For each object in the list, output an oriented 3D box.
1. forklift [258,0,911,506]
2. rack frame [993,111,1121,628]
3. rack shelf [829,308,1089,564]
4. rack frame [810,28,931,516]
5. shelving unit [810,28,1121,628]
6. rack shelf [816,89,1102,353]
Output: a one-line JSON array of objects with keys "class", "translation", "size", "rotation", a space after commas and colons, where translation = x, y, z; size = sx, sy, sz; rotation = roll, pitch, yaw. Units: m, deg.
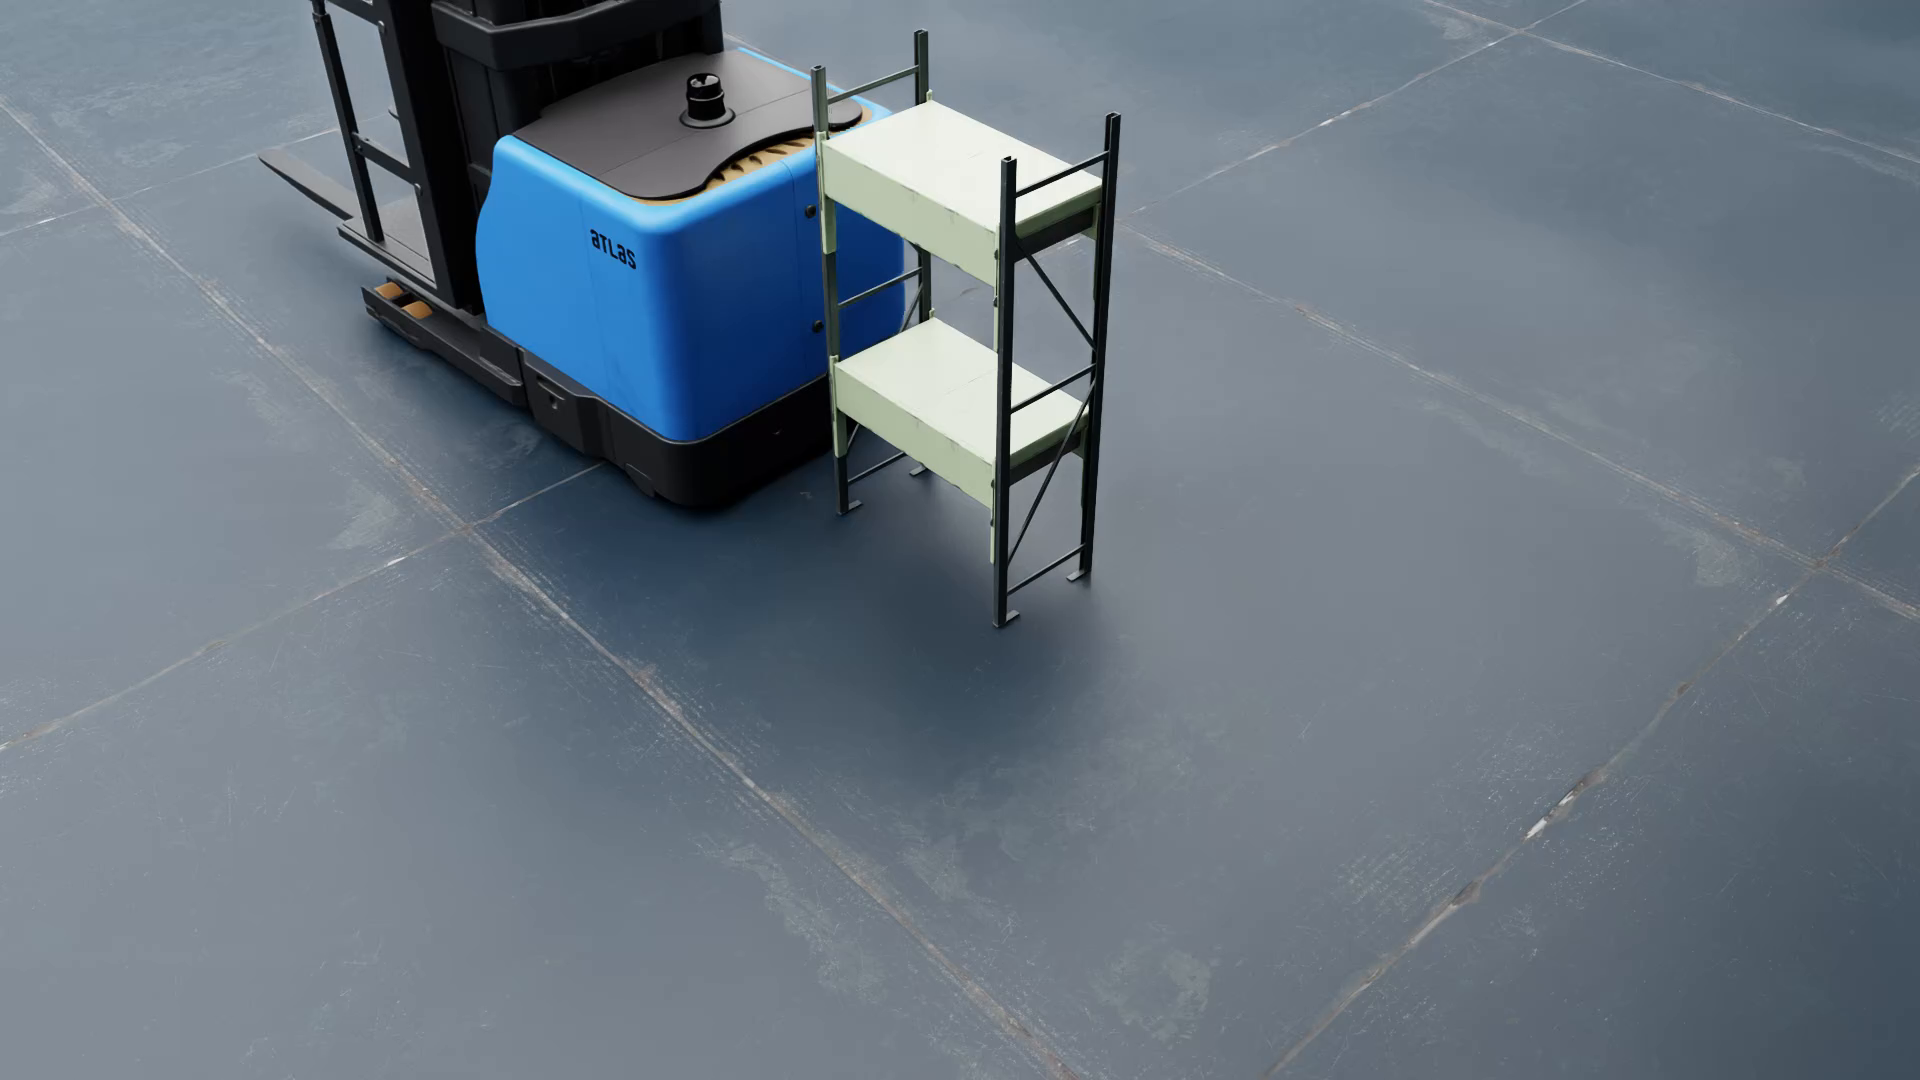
[{"class": "forklift", "translation": [-1.581, -2.061, 5.469], "size": [3.031, 2.935, 1.130], "rotation": [31, 48, 33]}, {"class": "rack frame", "translation": [0.252, -0.411, 4.565], "size": [0.400, 1.500, 0.023], "rotation": [-30, 48, -32]}, {"class": "rack shelf", "translation": [0.005, -0.327, 4.980], "size": [0.431, 0.370, 0.720], "rotation": [-30, 48, -32]}, {"class": "rack frame", "translation": [-0.243, -0.750, 4.985], "size": [0.400, 1.500, 0.023], "rotation": [-30, 48, -32]}, {"class": "shelving unit", "translation": [0.005, -0.580, 4.775], "size": [0.431, 1.500, 0.755], "rotation": [-30, 48, -32]}, {"class": "rack shelf", "translation": [0.005, -0.884, 4.530], "size": [0.431, 0.370, 0.720], "rotation": [-30, 48, -32]}]
